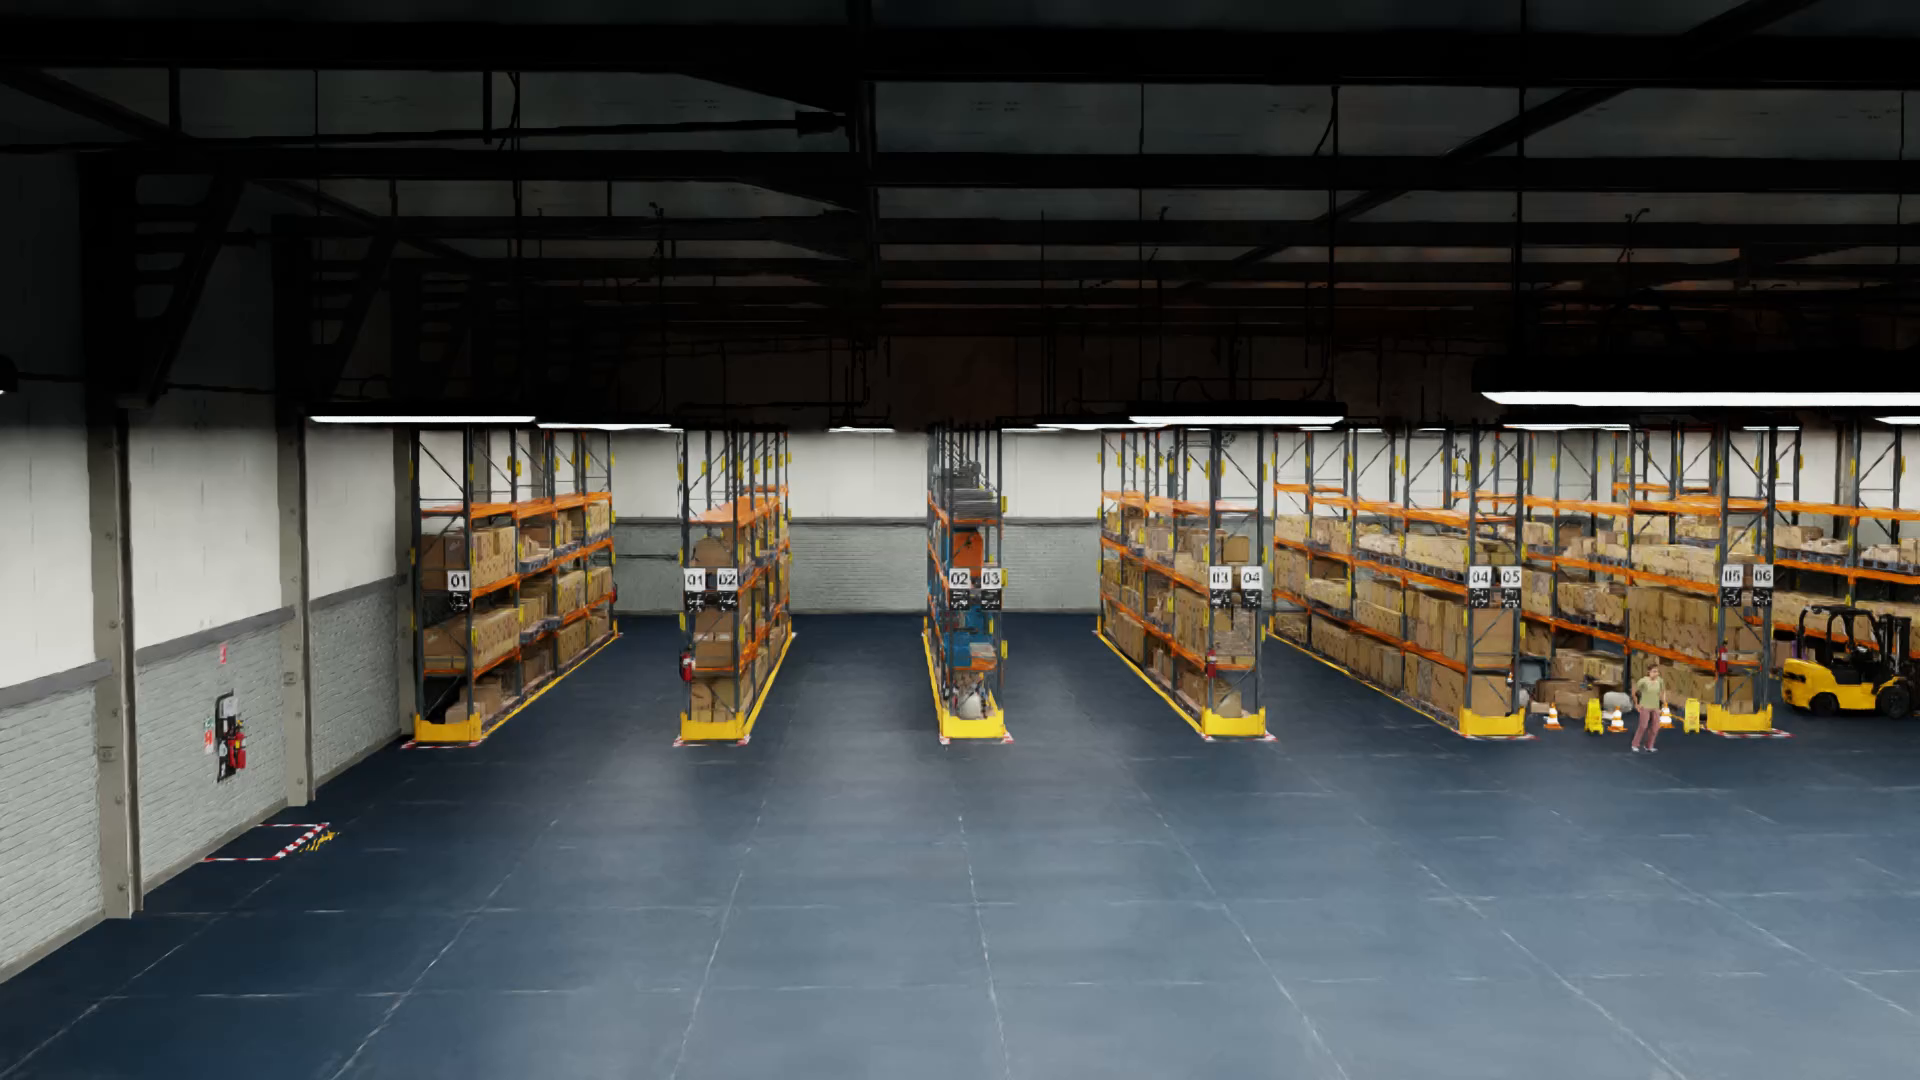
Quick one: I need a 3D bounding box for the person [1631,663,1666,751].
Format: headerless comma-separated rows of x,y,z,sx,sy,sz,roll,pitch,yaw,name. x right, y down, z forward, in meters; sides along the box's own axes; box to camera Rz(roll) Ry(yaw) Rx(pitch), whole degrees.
12.376,3.006,29.883,0.598,1.619,0.507,0,4,-4,person

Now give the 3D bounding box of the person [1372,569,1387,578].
12.480,1.666,49.367,0.467,1.773,0.684,-3,4,-35,person

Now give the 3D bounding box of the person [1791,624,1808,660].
18.131,2.609,35.983,0.450,1.599,0.467,2,4,28,person
